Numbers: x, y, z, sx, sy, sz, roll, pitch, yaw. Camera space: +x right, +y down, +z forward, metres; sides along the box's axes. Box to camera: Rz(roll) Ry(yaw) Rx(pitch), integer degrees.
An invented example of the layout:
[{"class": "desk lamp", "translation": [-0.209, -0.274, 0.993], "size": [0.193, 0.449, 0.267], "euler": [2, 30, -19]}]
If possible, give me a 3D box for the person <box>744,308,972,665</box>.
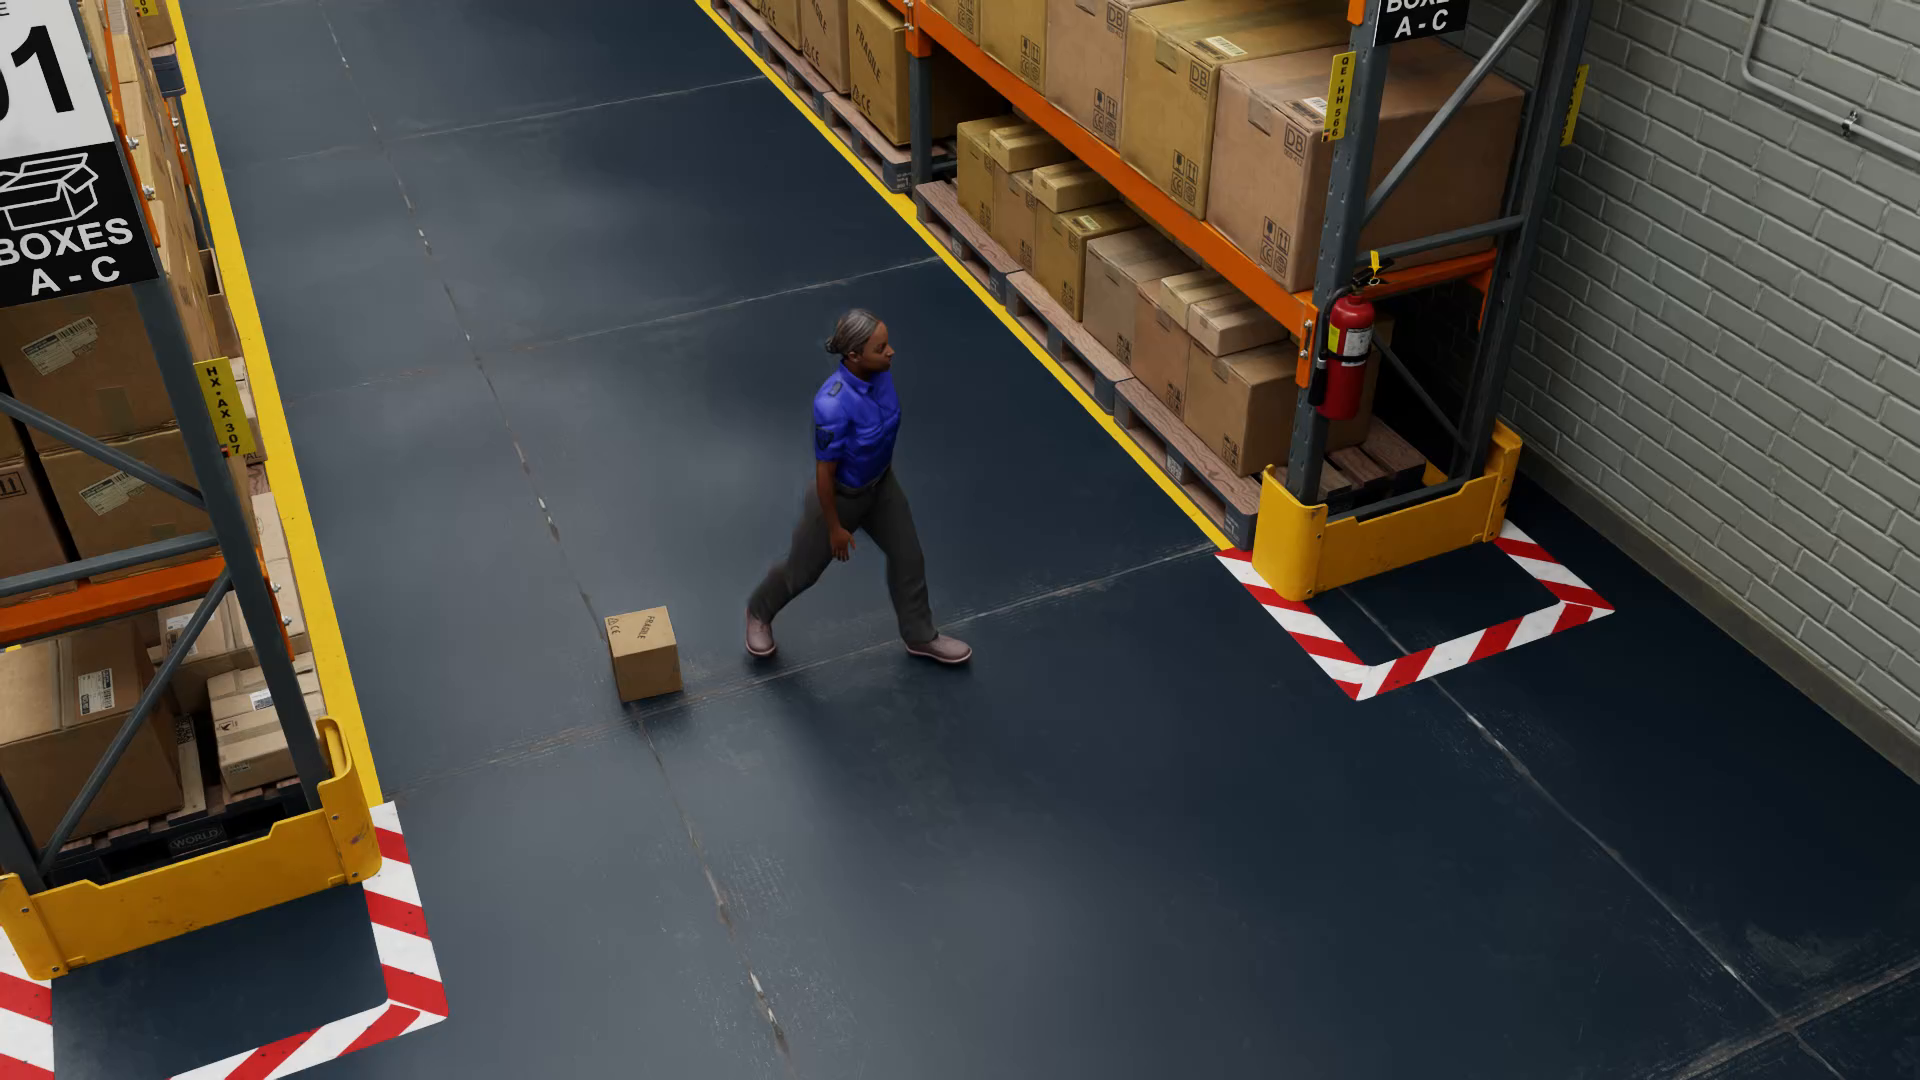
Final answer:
[{"class": "person", "translation": [-0.456, -0.169, 6.375], "size": [0.918, 1.624, 0.544], "euler": [22, 43, 26]}]
